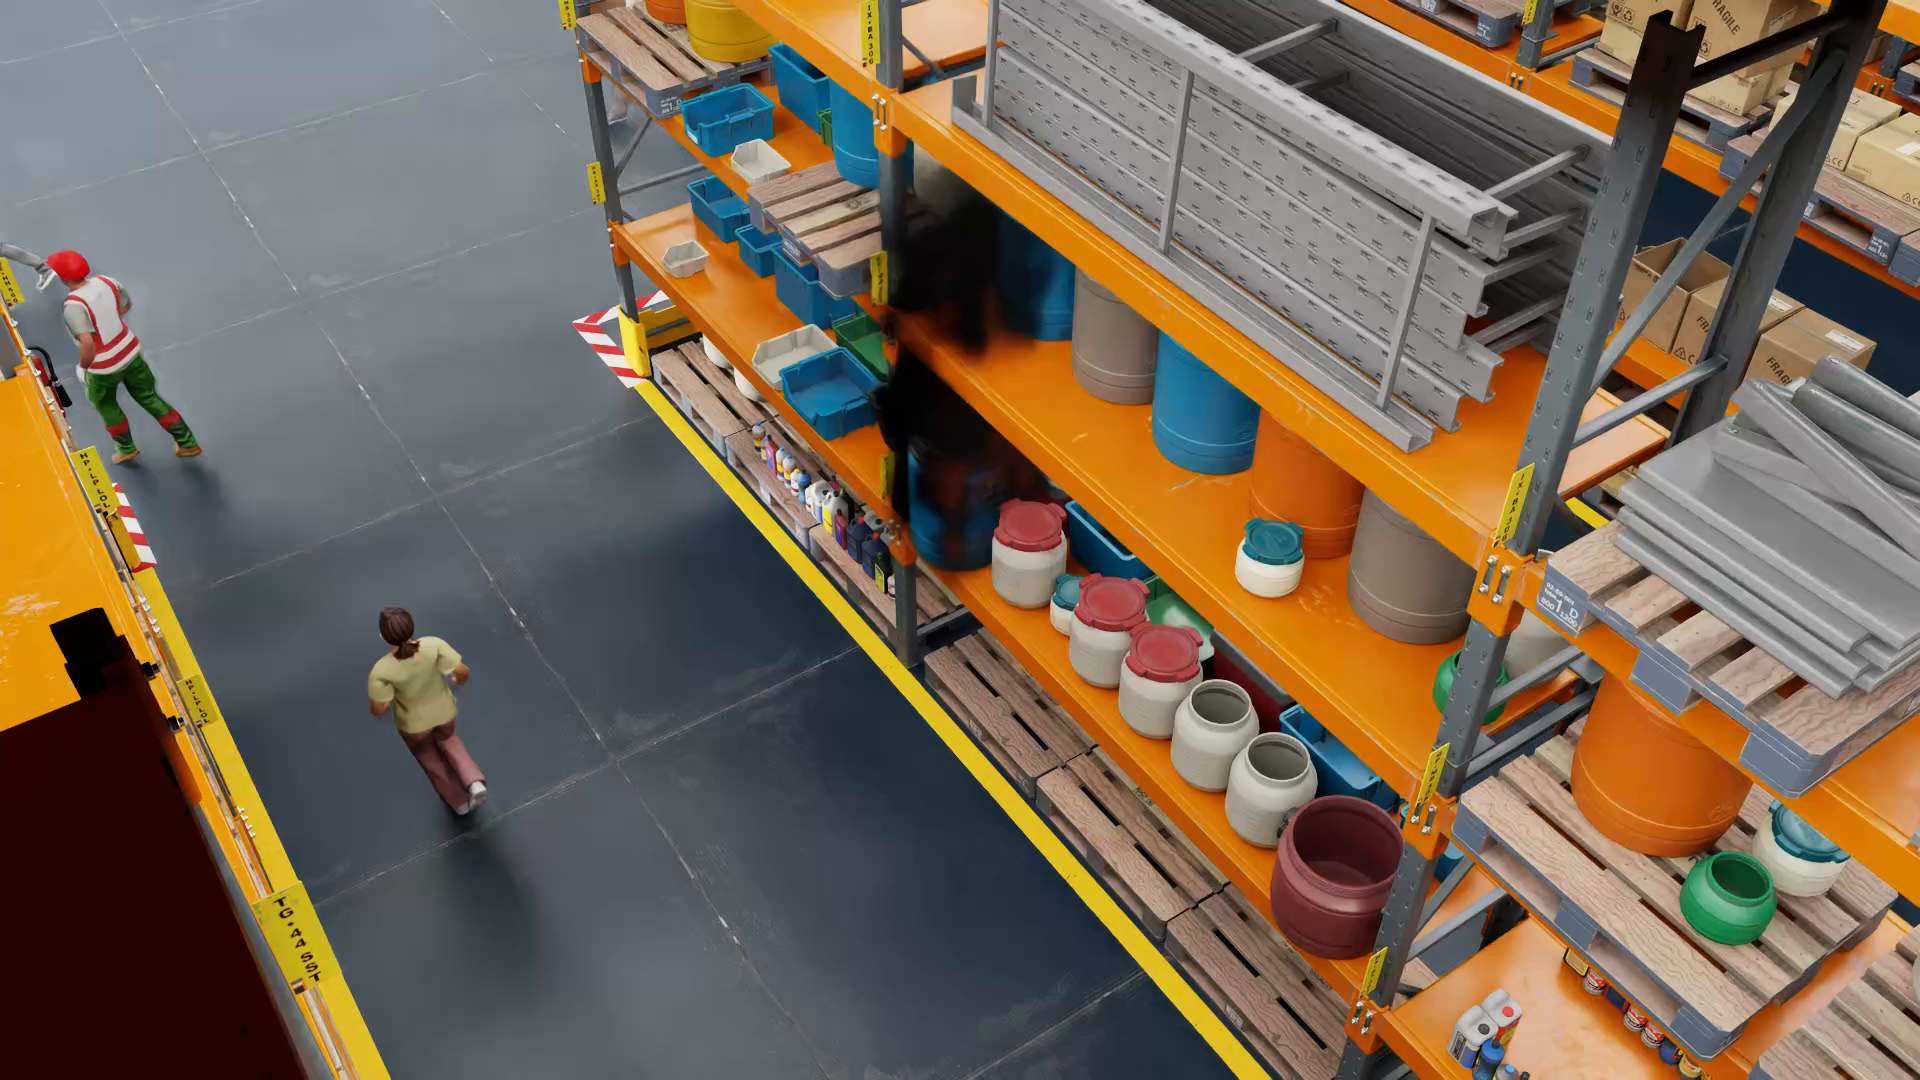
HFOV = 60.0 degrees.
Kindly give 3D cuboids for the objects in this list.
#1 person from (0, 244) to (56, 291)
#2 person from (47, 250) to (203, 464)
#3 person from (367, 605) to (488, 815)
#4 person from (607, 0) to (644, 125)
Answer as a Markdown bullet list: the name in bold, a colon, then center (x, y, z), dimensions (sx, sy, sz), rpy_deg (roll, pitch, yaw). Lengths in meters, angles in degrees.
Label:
- **person**: center (-7.917, -2.576, 13.382), dimensions (0.855, 1.605, 0.516), rpy_deg (-7, 43, -8)
- **person**: center (-5.984, -1.238, 11.796), dimensions (0.788, 1.855, 0.682), rpy_deg (15, 45, 16)
- **person**: center (-3.015, 1.028, 9.462), dimensions (0.571, 1.618, 0.584), rpy_deg (-26, 48, -25)
- **person**: center (-3.058, -4.685, 15.581), dimensions (0.913, 1.676, 0.581), rpy_deg (-9, 43, -9)
